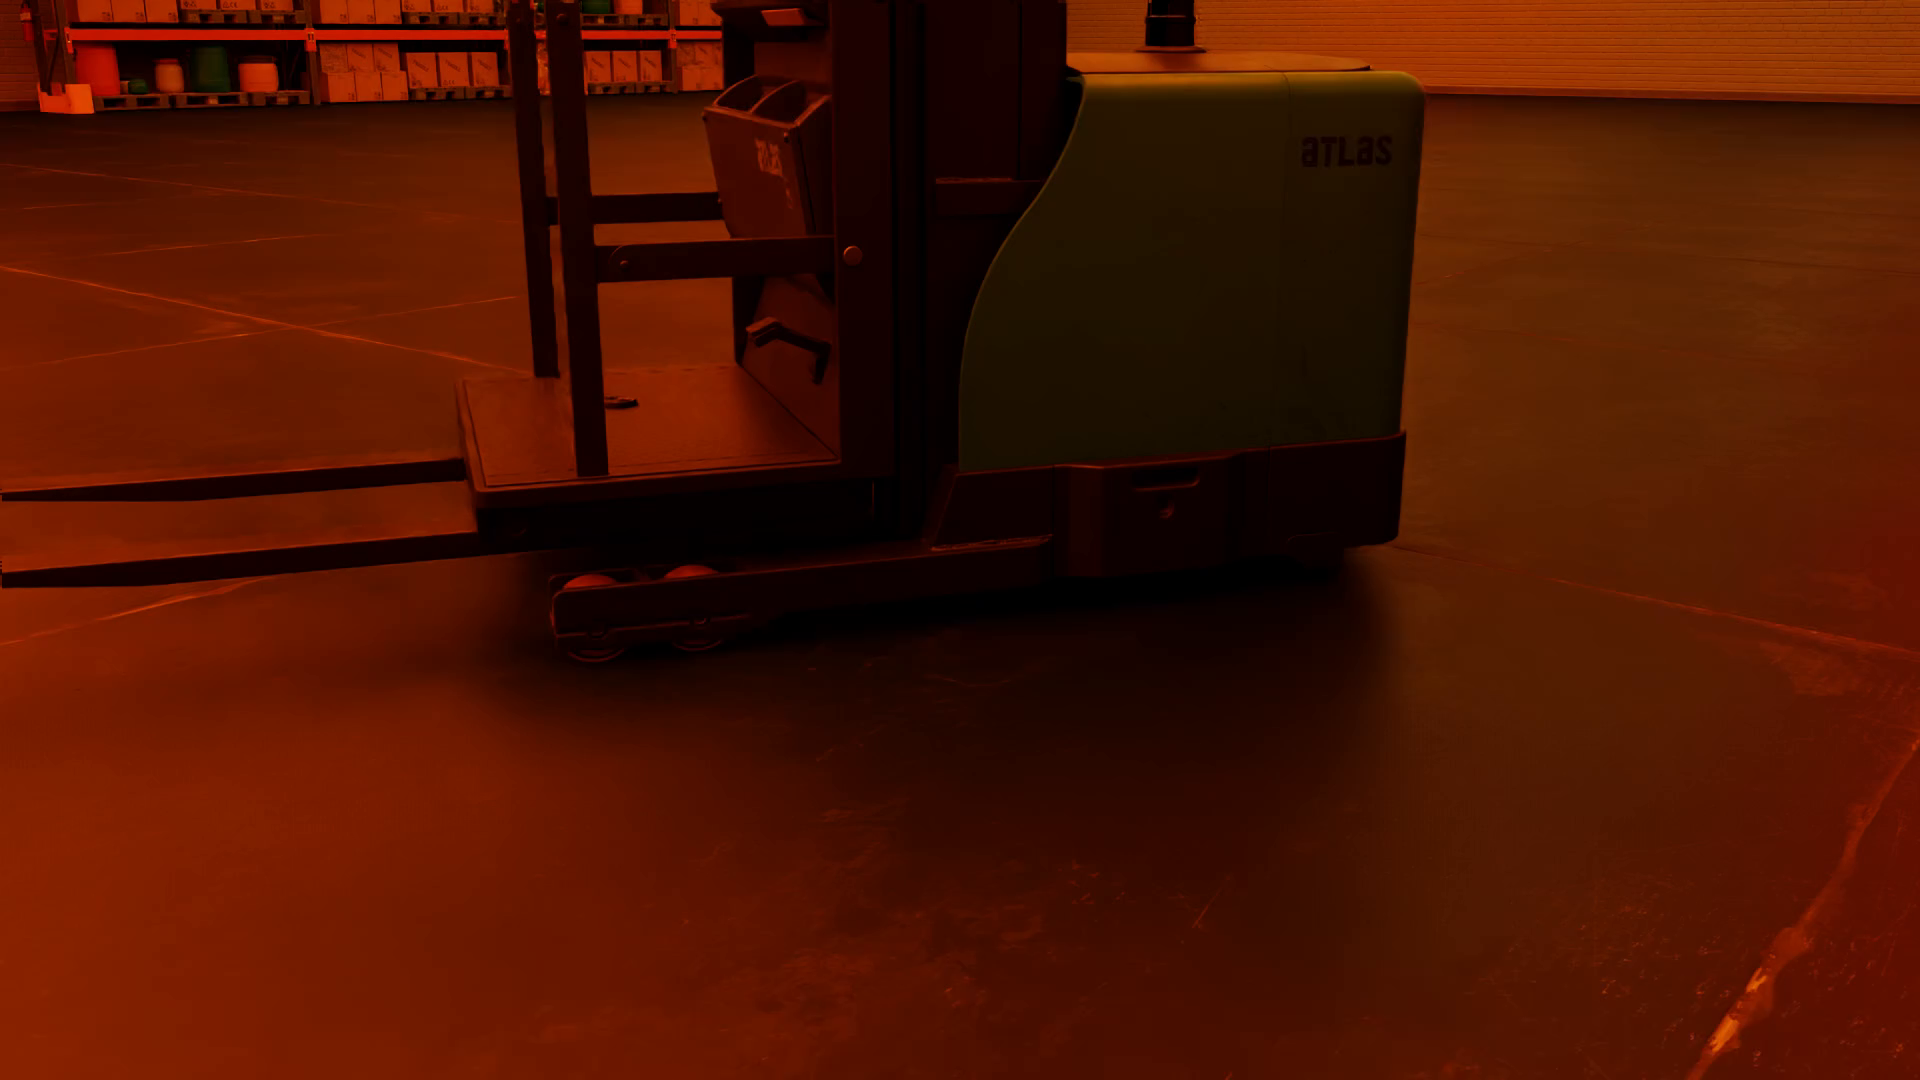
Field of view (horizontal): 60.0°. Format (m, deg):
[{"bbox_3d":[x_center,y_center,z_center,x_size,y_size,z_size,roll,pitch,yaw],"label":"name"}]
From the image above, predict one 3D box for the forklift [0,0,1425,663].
[{"bbox_3d":[-0.589,-1.340,3.310,3.031,2.935,1.130,-5,18,-17],"label":"forklift"}]
